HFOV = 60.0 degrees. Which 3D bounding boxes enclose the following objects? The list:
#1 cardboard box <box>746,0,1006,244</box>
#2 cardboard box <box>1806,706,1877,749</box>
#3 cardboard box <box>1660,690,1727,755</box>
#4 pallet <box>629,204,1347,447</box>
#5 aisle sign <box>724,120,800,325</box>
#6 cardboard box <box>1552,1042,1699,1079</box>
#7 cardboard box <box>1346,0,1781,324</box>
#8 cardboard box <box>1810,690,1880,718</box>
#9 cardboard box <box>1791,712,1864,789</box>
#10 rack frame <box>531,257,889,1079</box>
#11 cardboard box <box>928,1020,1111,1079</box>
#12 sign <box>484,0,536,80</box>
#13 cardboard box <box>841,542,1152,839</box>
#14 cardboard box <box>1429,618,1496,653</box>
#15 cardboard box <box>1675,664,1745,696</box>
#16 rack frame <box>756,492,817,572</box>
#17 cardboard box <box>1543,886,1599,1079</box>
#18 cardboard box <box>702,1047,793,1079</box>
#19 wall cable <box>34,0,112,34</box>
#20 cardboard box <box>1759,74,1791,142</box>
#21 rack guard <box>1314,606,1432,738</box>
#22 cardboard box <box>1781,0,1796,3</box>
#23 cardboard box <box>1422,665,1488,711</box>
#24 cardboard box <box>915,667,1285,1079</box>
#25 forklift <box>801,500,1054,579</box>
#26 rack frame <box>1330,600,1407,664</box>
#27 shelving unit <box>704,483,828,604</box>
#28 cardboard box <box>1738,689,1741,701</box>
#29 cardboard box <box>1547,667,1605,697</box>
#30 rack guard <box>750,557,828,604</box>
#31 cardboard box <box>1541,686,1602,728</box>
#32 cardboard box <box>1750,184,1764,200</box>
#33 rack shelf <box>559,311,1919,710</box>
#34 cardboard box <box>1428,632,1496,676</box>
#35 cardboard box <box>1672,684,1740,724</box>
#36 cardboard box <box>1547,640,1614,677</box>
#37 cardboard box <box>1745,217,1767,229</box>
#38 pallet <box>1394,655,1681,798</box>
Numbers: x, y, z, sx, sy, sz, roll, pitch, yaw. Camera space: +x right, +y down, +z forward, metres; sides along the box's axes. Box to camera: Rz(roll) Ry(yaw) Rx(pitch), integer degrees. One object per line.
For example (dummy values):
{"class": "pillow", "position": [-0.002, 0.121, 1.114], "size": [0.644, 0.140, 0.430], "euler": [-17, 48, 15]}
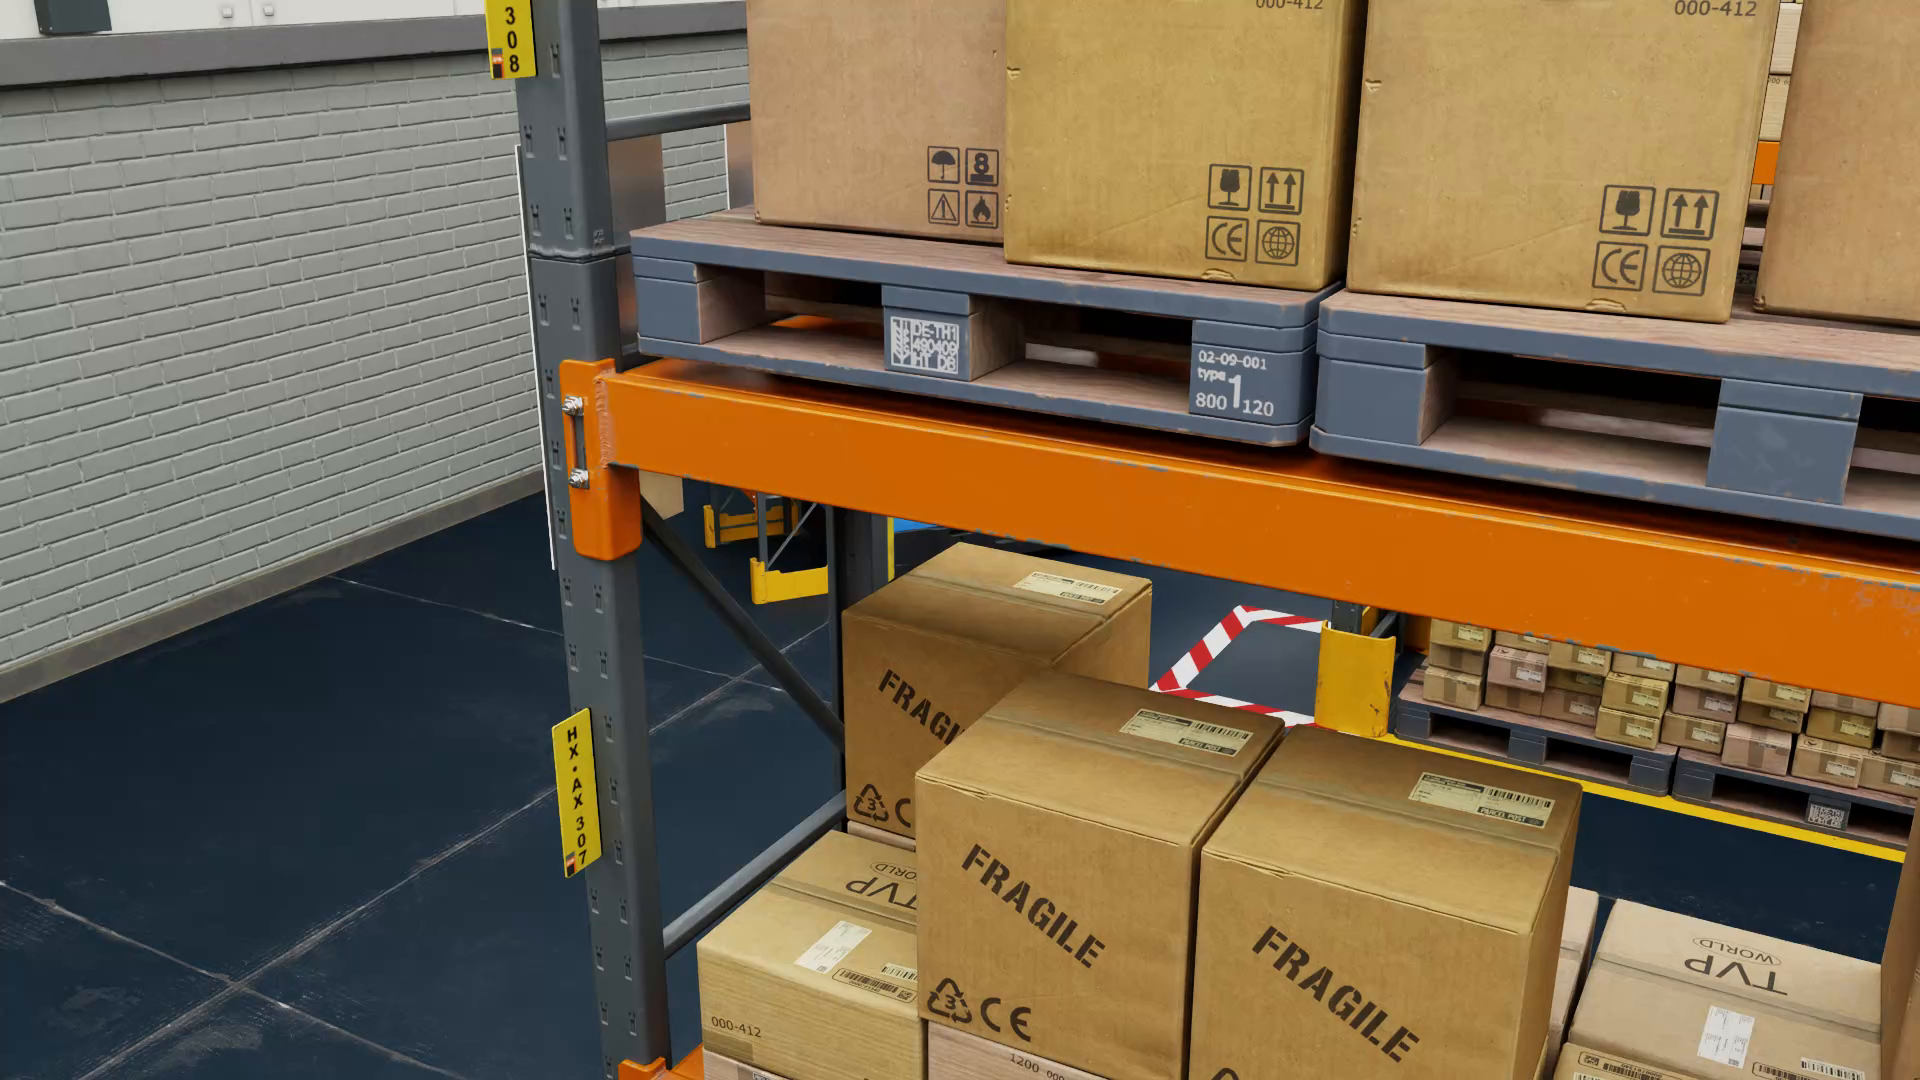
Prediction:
{"class": "cardboard box", "position": [0.014, -0.859, 3.027], "size": [0.500, 0.500, 0.700], "euler": [9, 22, 24]}
{"class": "cardboard box", "position": [3.779, 0.727, 7.092], "size": [0.250, 0.149, 0.380], "euler": [12, 23, 30]}
{"class": "cardboard box", "position": [3.270, 0.785, 7.368], "size": [0.250, 0.149, 0.380], "euler": [11, 23, 27]}
{"class": "pallet", "position": [0.186, -0.476, 3.011], "size": [1.213, 0.211, 1.003], "euler": [11, 23, 27]}
{"class": "aisle sign", "position": [-0.383, -0.552, 3.675], "size": [0.004, 0.787, 0.394], "euler": [11, 23, 27]}
{"class": "cardboard box", "position": [1.173, 1.117, 2.671], "size": [0.500, 0.250, 0.500], "euler": [10, 22, 26]}
{"class": "cardboard box", "position": [0.921, -0.658, 2.473], "size": [0.500, 0.500, 0.700], "euler": [9, 22, 24]}
{"class": "cardboard box", "position": [3.757, 0.590, 7.033], "size": [0.250, 0.149, 0.380], "euler": [11, 23, 27]}
{"class": "cardboard box", "position": [3.699, 0.890, 7.076], "size": [0.250, 0.149, 0.380], "euler": [11, 23, 27]}
{"class": "rack frame", "position": [-0.466, 0.772, 3.839], "size": [0.127, 3.000, 1.000], "euler": [11, 23, 27]}
{"class": "cardboard box", "position": [0.278, 0.947, 3.139], "size": [0.500, 0.250, 0.500], "euler": [10, 22, 27]}
{"class": "sign", "position": [-0.742, -0.922, 2.712], "size": [0.005, 0.325, 0.100], "euler": [11, 23, 27]}
{"class": "cardboard box", "position": [0.087, 0.353, 3.678], "size": [0.500, 0.500, 0.500], "euler": [11, 23, 28]}
{"class": "cardboard box", "position": [2.333, 0.363, 7.657], "size": [0.250, 0.149, 0.380], "euler": [10, 22, 25]}
{"class": "cardboard box", "position": [3.284, 0.519, 7.228], "size": [0.250, 0.149, 0.380], "euler": [12, 23, 29]}
{"class": "rack frame", "position": [-0.892, -0.387, 9.233], "size": [0.500, 1.500, 0.032], "euler": [-8, 22, -22]}
{"class": "cardboard box", "position": [0.973, 0.873, 3.343], "size": [0.500, 0.250, 0.500], "euler": [10, 22, 25]}
{"class": "cardboard box", "position": [-0.317, 1.047, 3.448], "size": [0.250, 0.149, 0.380], "euler": [11, 23, 28]}
{"class": "wall cable", "position": [-3.722, -5.527, 7.688], "size": [0.120, 5.999, 2.277], "euler": [11, 23, 27]}
{"class": "cardboard box", "position": [3.222, -1.706, 6.491], "size": [0.500, 0.250, 0.500], "euler": [10, 22, 26]}
{"class": "rack guard", "position": [2.107, 0.500, 8.254], "size": [0.348, 0.500, 1.175], "euler": [11, 23, 27]}
{"class": "cardboard box", "position": [3.116, -2.162, 6.429], "size": [0.250, 0.149, 0.380], "euler": [12, 23, 29]}
{"class": "cardboard box", "position": [2.342, 0.637, 7.775], "size": [0.250, 0.149, 0.380], "euler": [11, 23, 28]}
{"class": "cardboard box", "position": [0.258, 0.593, 3.015], "size": [0.500, 0.500, 0.500], "euler": [10, 22, 26]}
{"class": "forklift", "position": [0.574, -1.467, 10.110], "size": [3.031, 2.935, 1.130], "euler": [-9, 22, -23]}
{"class": "rack frame", "position": [2.041, -0.688, 7.863], "size": [0.127, 3.000, 1.000], "euler": [11, 23, 27]}
{"class": "shelving unit", "position": [-1.096, -0.549, 9.680], "size": [0.587, 1.500, 1.083], "euler": [-8, 22, -22]}
{"class": "cardboard box", "position": [3.540, 0.623, 7.813], "size": [0.250, 0.149, 0.380], "euler": [10, 22, 25]}
{"class": "cardboard box", "position": [2.841, 0.555, 7.564], "size": [0.250, 0.149, 0.380], "euler": [11, 23, 28]}
{"class": "rack guard", "position": [-0.899, 0.194, 9.463], "size": [0.587, 0.250, 0.087], "euler": [-8, 22, -22]}
{"class": "cardboard box", "position": [2.831, 0.696, 7.614], "size": [0.250, 0.149, 0.380], "euler": [11, 23, 28]}
{"class": "cardboard box", "position": [5.101, -2.447, 11.099], "size": [0.500, 0.500, 0.500], "euler": [10, 22, 26]}
{"class": "rack shelf", "position": [1.280, 0.032, 2.533], "size": [4.000, 0.370, 1.077], "euler": [11, 23, 27]}
{"class": "cardboard box", "position": [2.373, 0.478, 7.776], "size": [0.250, 0.149, 0.380], "euler": [12, 23, 30]}
{"class": "cardboard box", "position": [3.290, 0.646, 7.314], "size": [0.250, 0.149, 0.380], "euler": [10, 22, 25]}
{"class": "cardboard box", "position": [2.789, 0.453, 7.409], "size": [0.250, 0.149, 0.380], "euler": [11, 23, 27]}
{"class": "cardboard box", "position": [3.190, -1.016, 6.718], "size": [0.500, 0.500, 0.500], "euler": [10, 22, 26]}
{"class": "pallet", "position": [2.799, 0.781, 7.902], "size": [1.213, 0.211, 1.003], "euler": [11, 23, 27]}
